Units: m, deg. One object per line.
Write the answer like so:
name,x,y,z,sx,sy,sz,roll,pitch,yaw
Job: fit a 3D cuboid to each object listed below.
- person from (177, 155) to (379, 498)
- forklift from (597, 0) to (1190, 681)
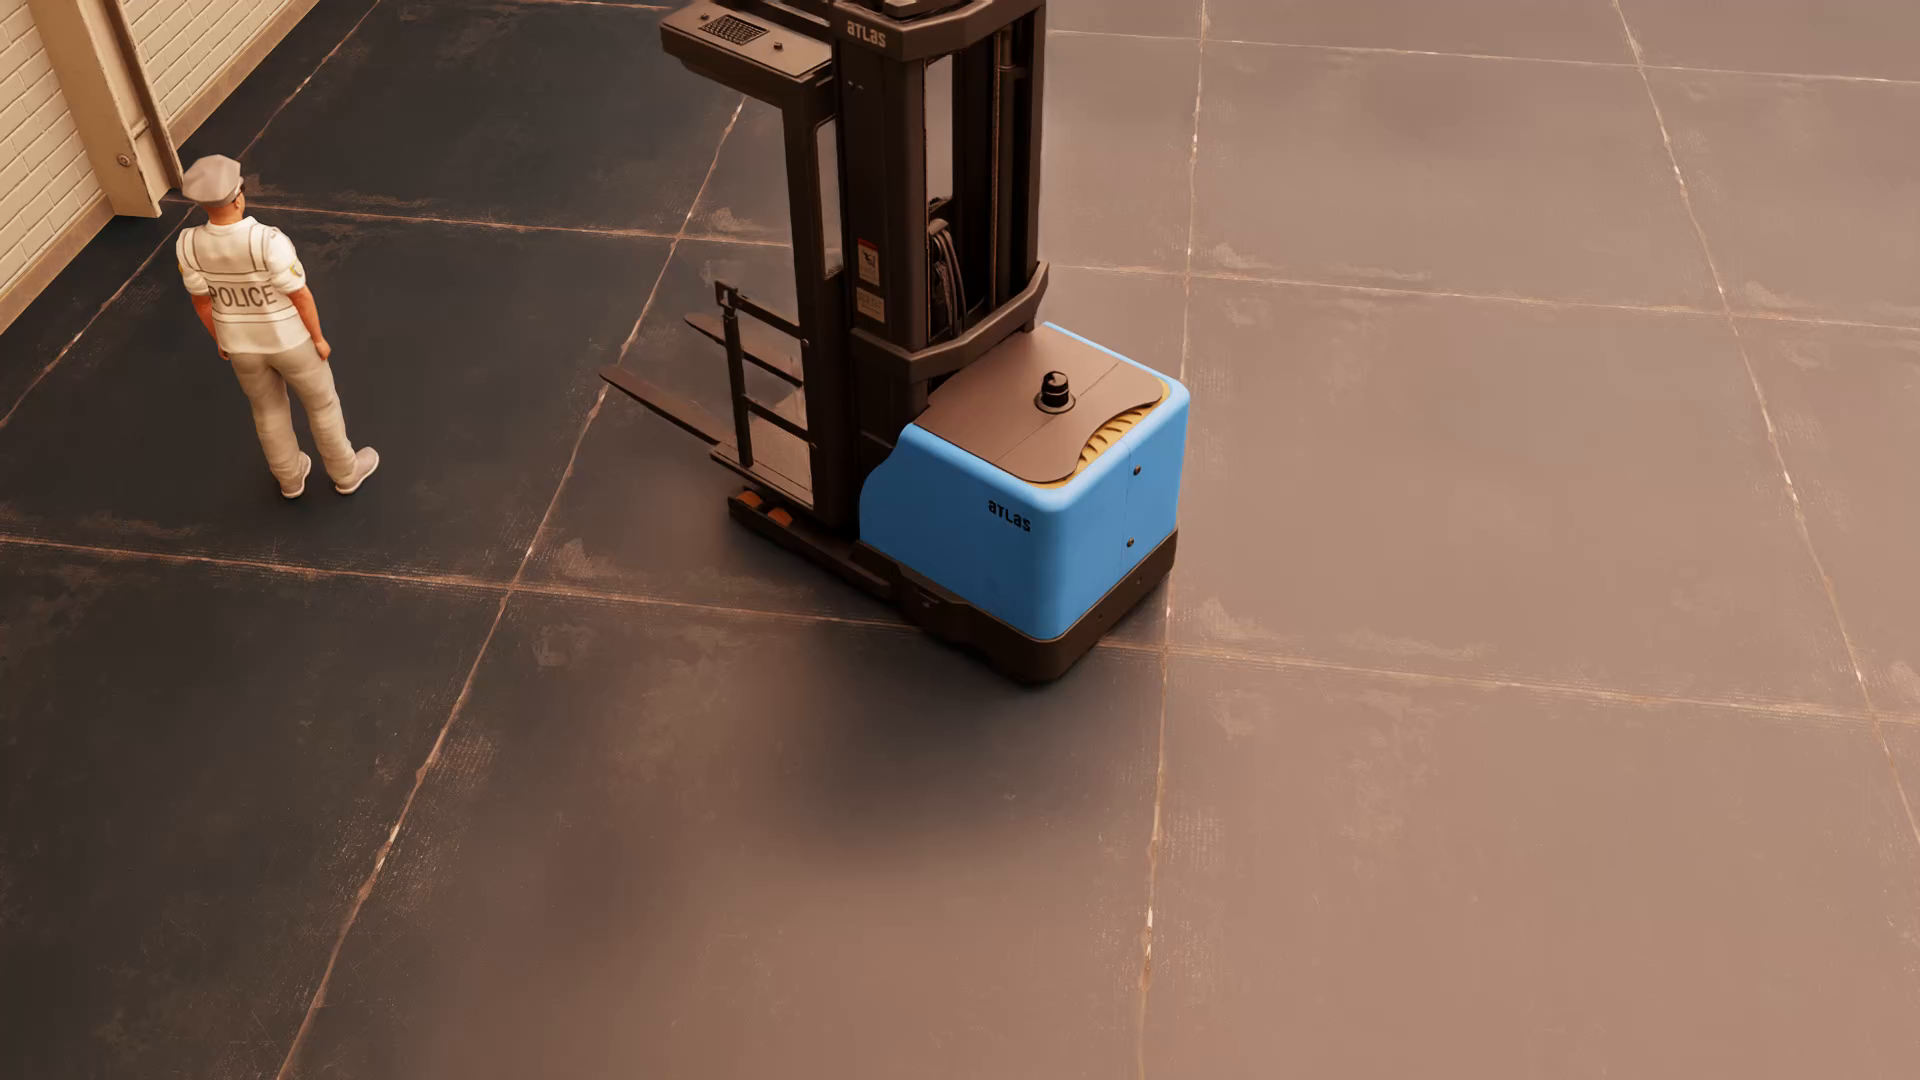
person,-3.156,-0.944,7.611,0.521,1.775,0.399,-1,43,-1
forklift,-0.476,-1.314,7.154,3.031,2.935,1.130,29,50,28
